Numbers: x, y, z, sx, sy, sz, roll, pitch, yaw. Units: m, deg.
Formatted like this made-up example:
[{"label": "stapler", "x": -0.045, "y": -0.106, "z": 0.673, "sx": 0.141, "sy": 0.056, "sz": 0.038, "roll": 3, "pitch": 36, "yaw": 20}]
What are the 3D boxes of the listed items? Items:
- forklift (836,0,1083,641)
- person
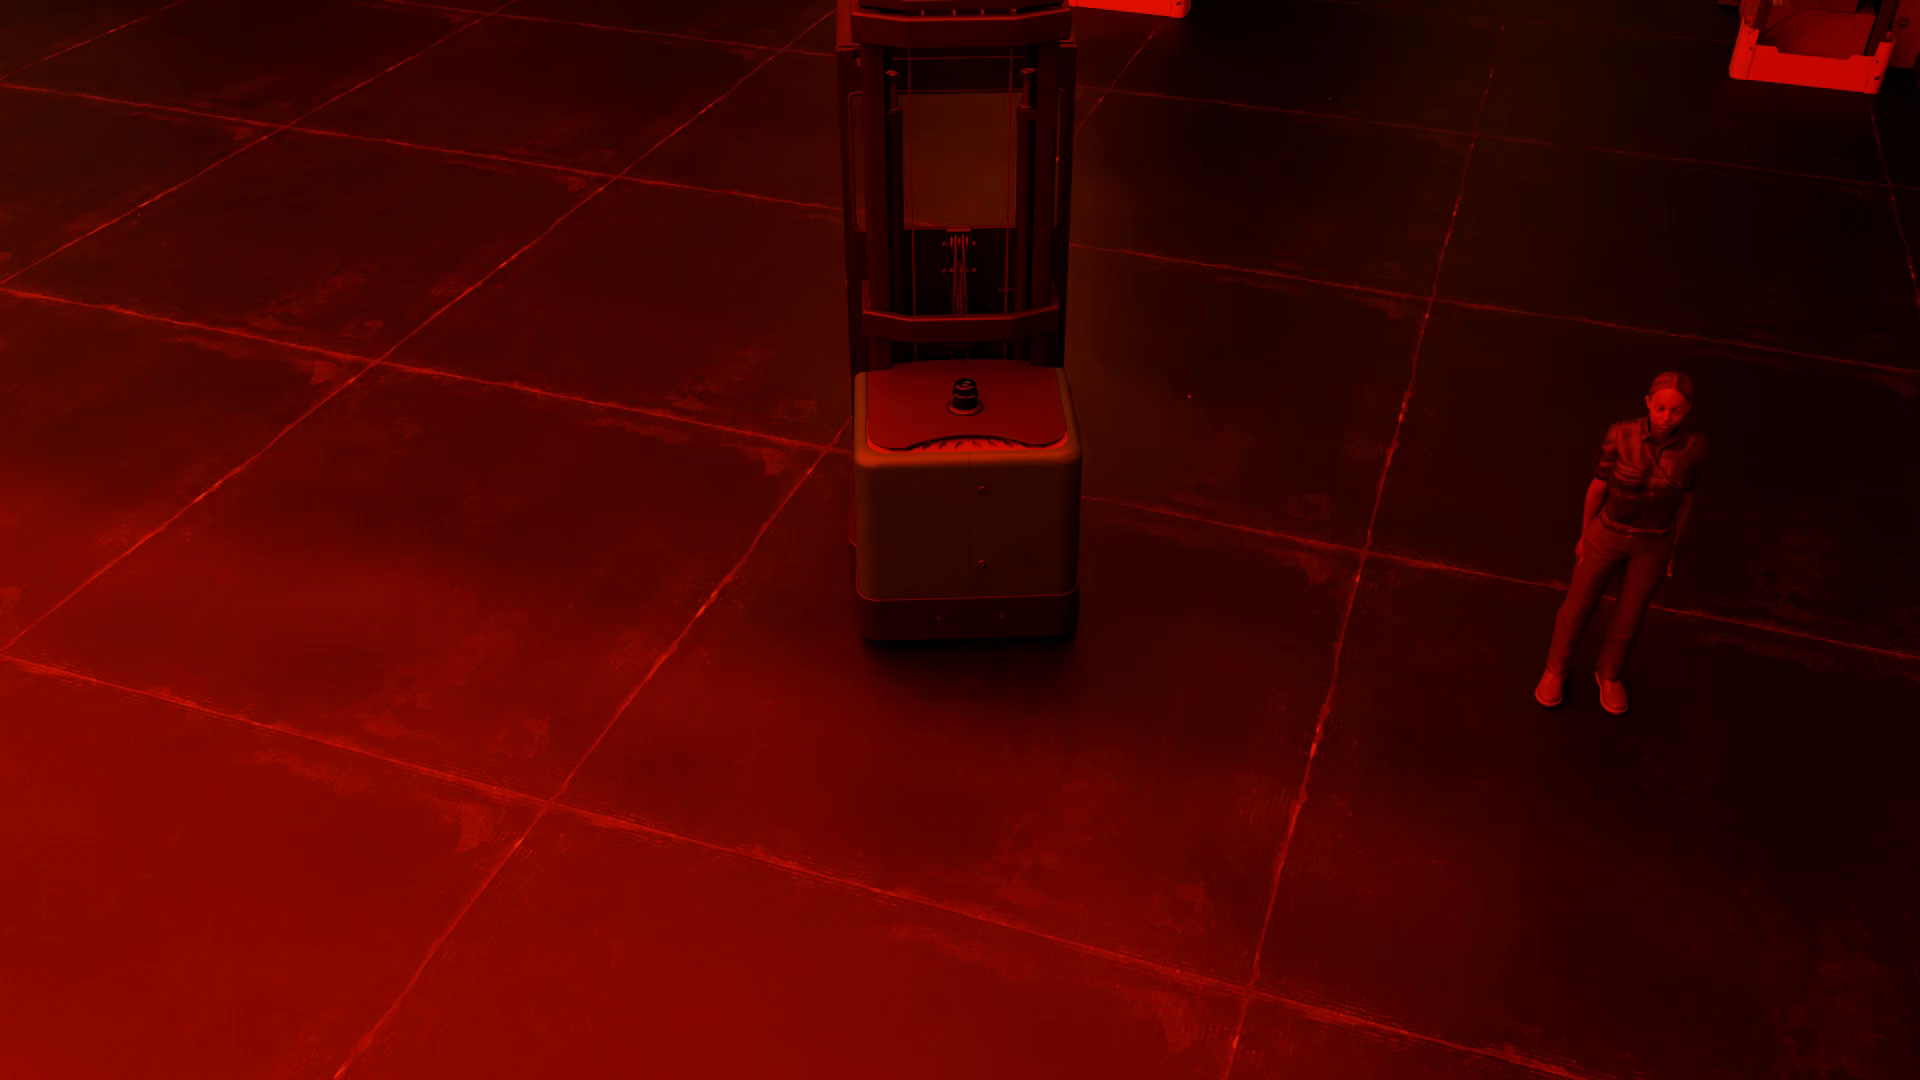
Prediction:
[{"label": "forklift", "x": -0.029, "y": -1.547, "z": 8.293, "sx": 1.130, "sy": 2.935, "sz": 3.031, "roll": -2, "pitch": 35, "yaw": -2}, {"label": "person", "x": 2.876, "y": 0.025, "z": 7.180, "sx": 0.450, "sy": 1.660, "sz": 0.325, "roll": 7, "pitch": 36, "yaw": 10}]
